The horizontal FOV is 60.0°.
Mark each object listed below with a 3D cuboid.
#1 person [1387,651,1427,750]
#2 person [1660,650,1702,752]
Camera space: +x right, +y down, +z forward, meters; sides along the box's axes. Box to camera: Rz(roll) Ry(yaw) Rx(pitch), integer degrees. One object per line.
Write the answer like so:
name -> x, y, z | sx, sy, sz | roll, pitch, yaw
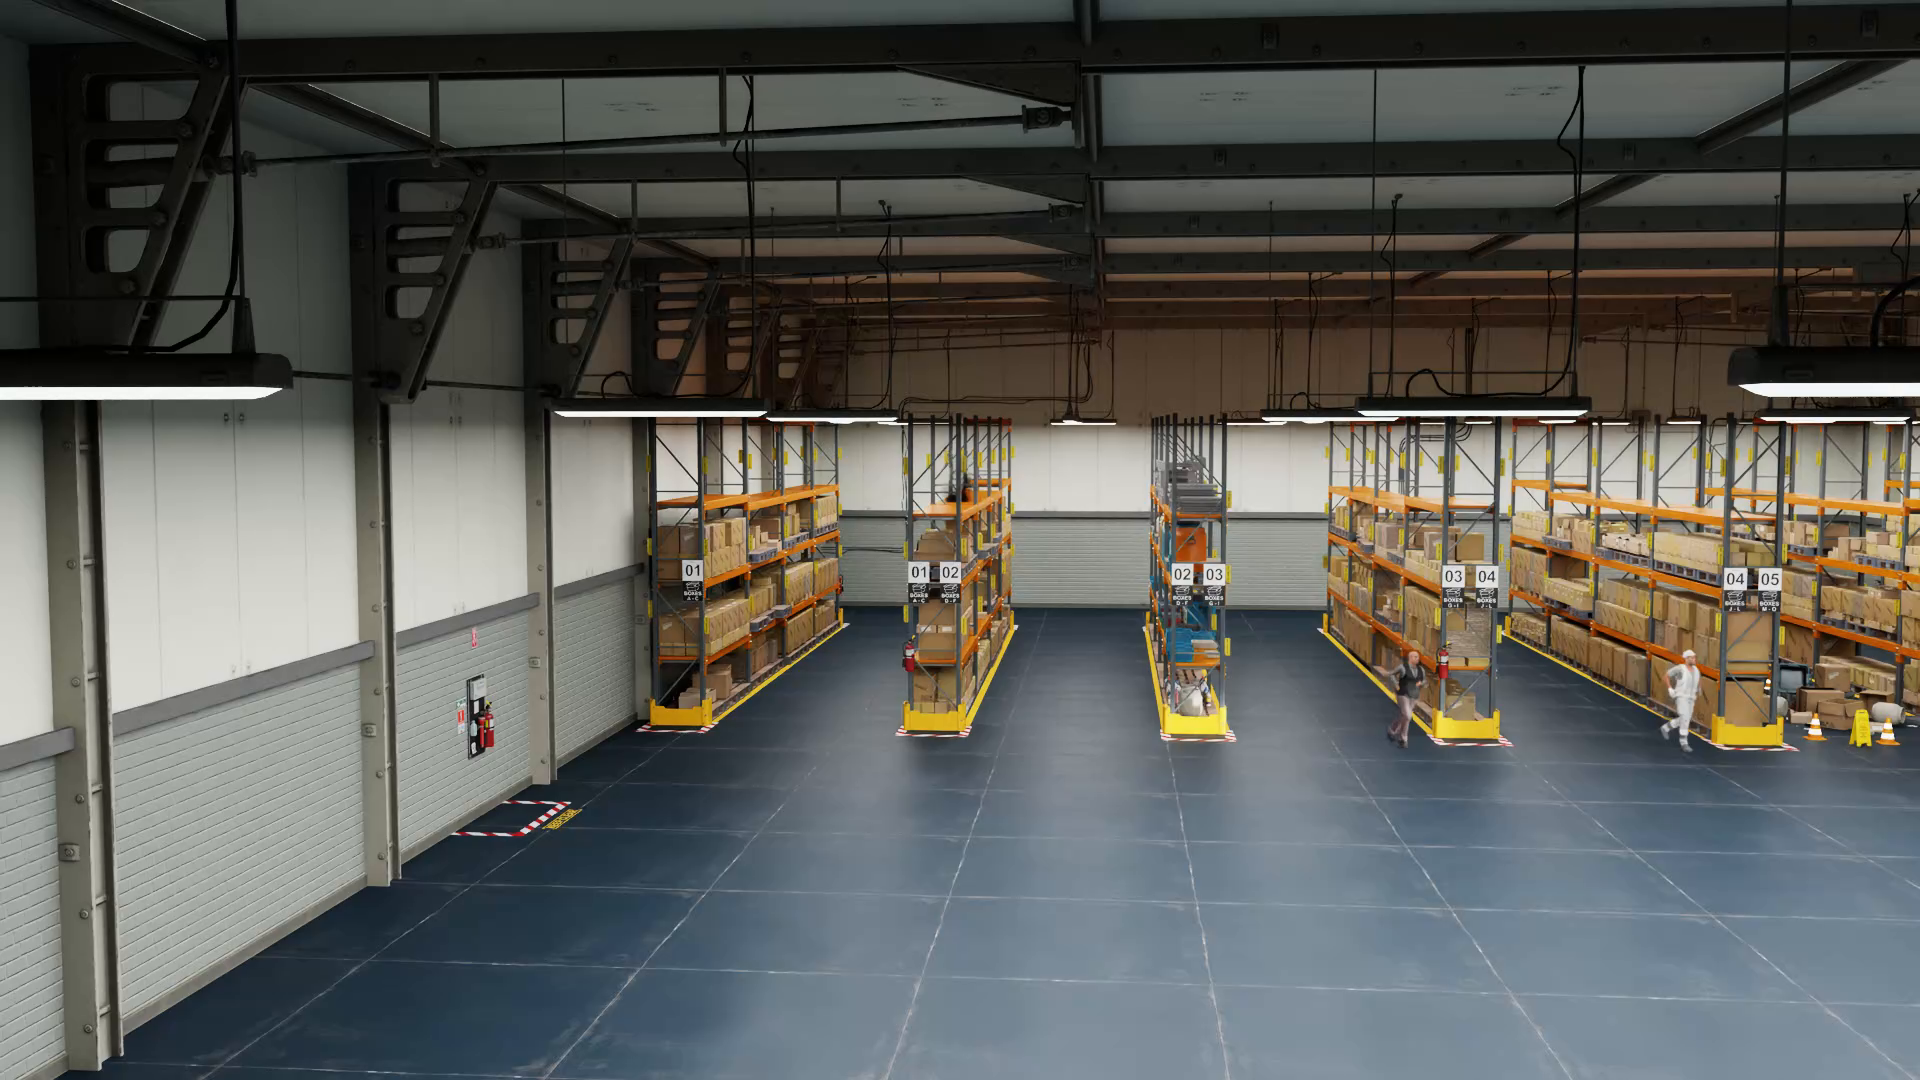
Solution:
person -> 8.084, 2.871, 30.065 | 0.687, 1.747, 0.774 | -2, 4, -22
person -> 12.971, 2.849, 29.795 | 0.724, 1.768, 0.892 | -1, 4, -20
